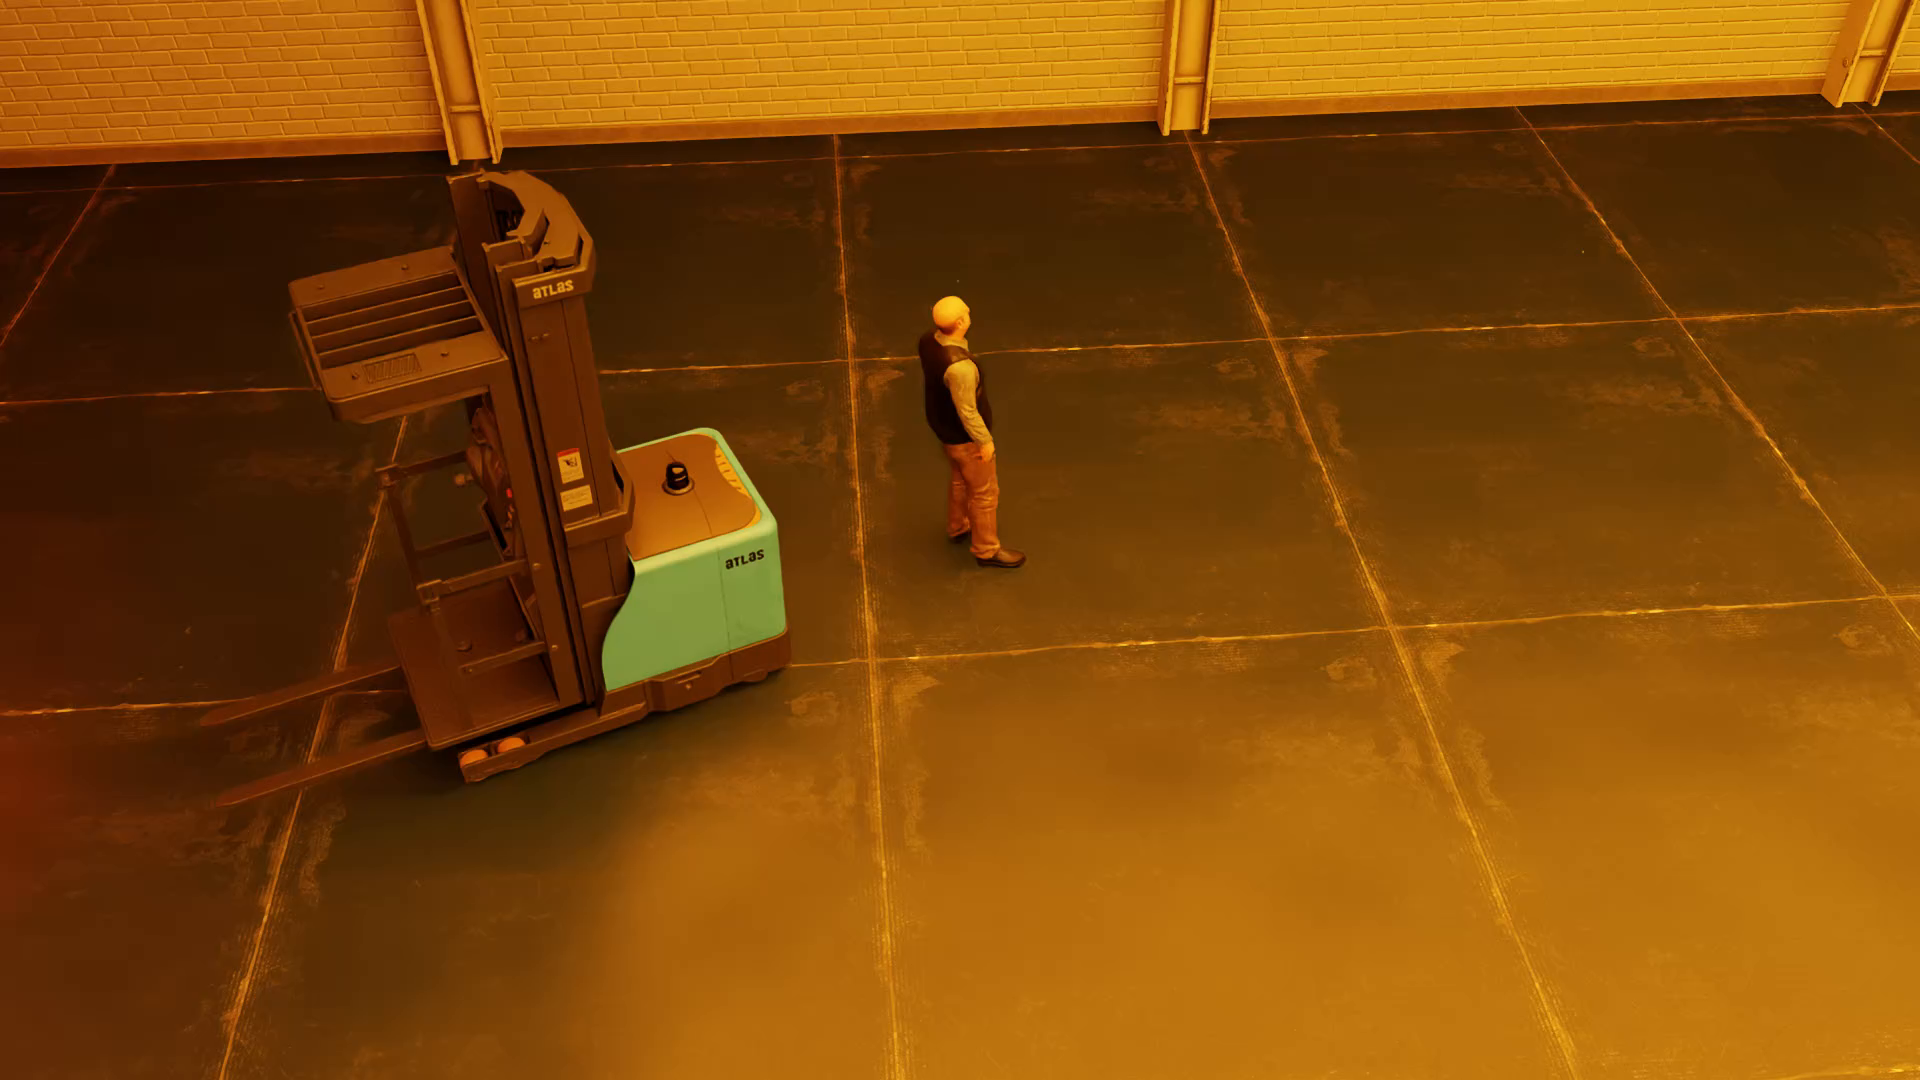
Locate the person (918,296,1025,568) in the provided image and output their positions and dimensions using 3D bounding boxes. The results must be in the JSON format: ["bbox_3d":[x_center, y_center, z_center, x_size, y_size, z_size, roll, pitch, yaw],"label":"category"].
[{"bbox_3d":[0.045,-0.650,9.632,0.476,1.719,0.698,-17,43,-19],"label":"person"}]

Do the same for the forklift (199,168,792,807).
[{"bbox_3d":[-2.497,-0.244,8.223,3.031,2.935,1.130,-18,44,-20],"label":"forklift"}]
